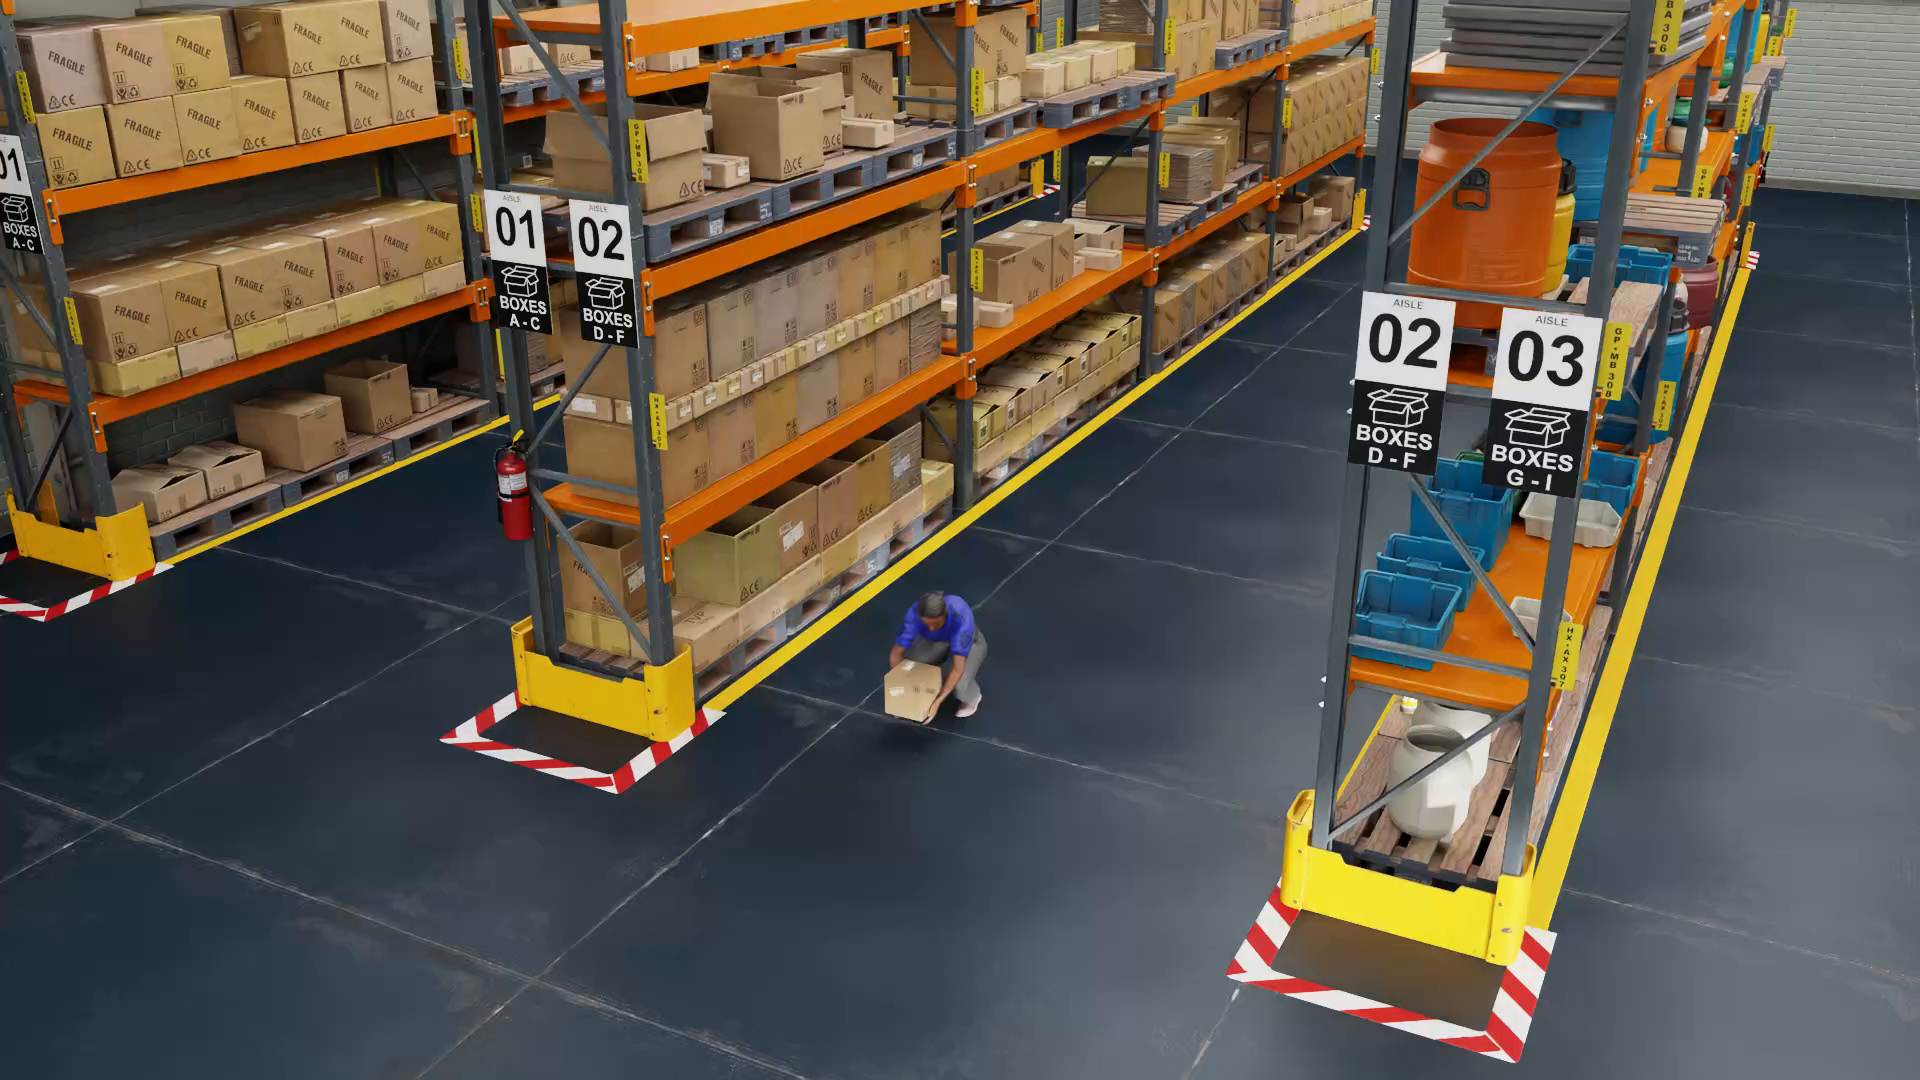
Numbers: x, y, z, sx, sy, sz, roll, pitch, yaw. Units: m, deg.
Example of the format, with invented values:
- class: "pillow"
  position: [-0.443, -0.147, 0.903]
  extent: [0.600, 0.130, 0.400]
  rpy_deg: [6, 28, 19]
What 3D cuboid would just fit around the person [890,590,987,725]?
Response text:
- class: "person"
  position: [-0.124, 0.663, 10.130]
  extent: [0.506, 0.921, 0.820]
  rpy_deg: [11, 25, 25]
